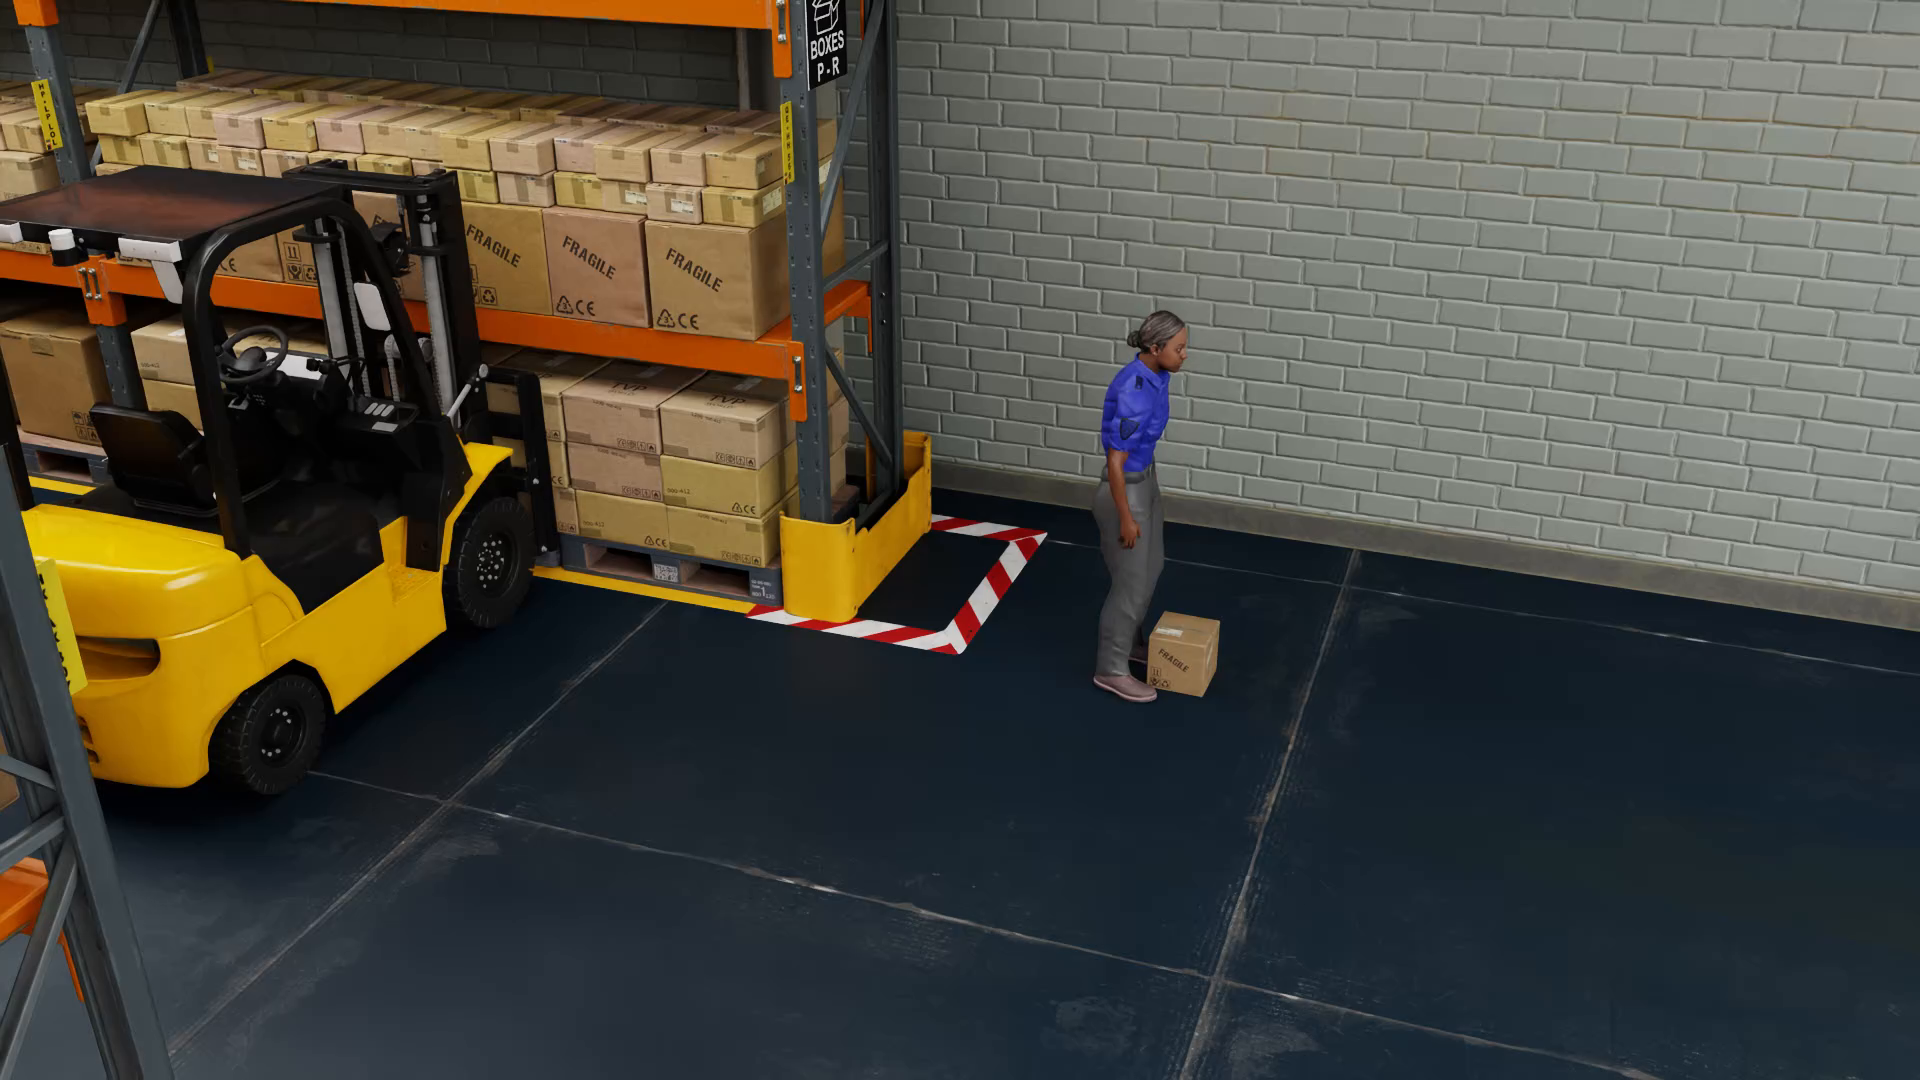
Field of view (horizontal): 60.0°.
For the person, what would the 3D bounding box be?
[{"bbox_3d":[0.739,-0.165,6.958,0.349,1.654,0.503,9,27,17],"label":"person"}]
